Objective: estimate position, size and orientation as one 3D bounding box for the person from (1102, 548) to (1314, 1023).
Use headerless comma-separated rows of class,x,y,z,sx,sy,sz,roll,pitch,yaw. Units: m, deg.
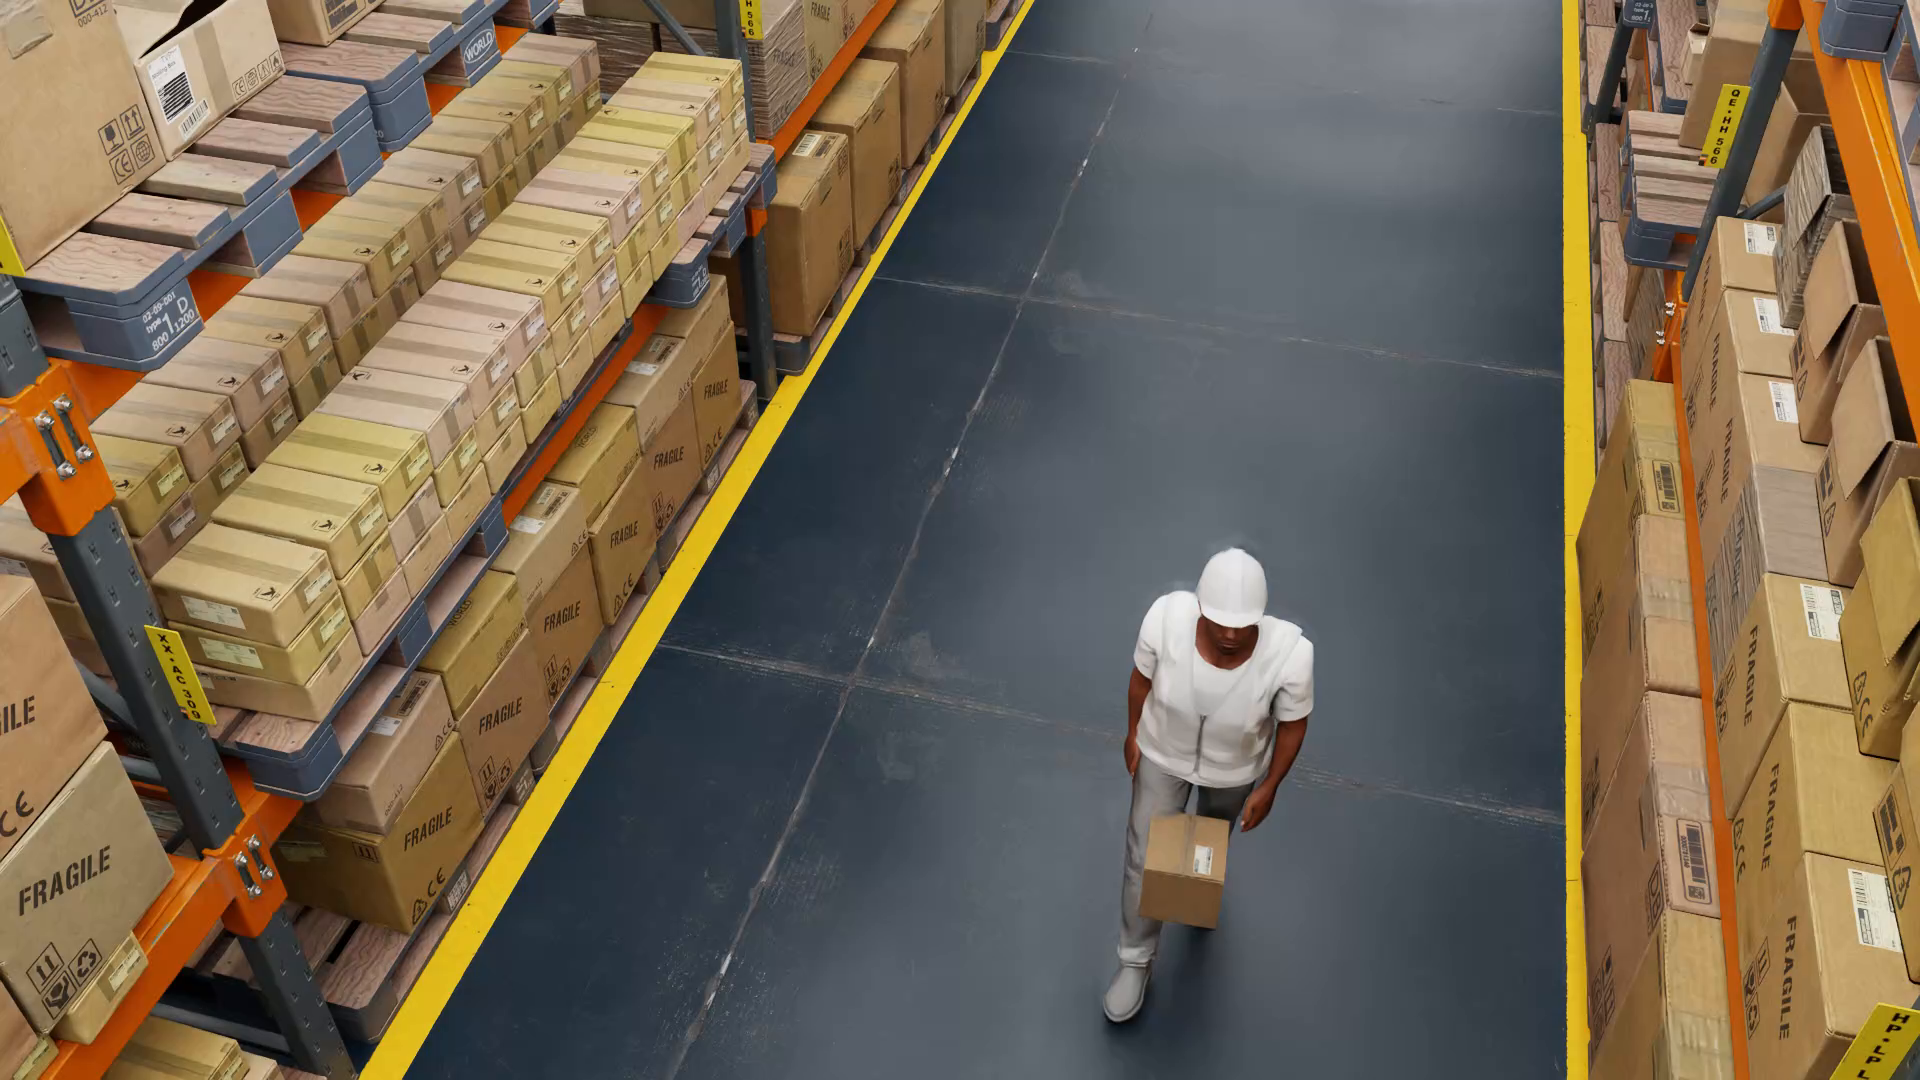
person,0.782,0.741,5.271,0.572,1.731,0.896,10,42,11
